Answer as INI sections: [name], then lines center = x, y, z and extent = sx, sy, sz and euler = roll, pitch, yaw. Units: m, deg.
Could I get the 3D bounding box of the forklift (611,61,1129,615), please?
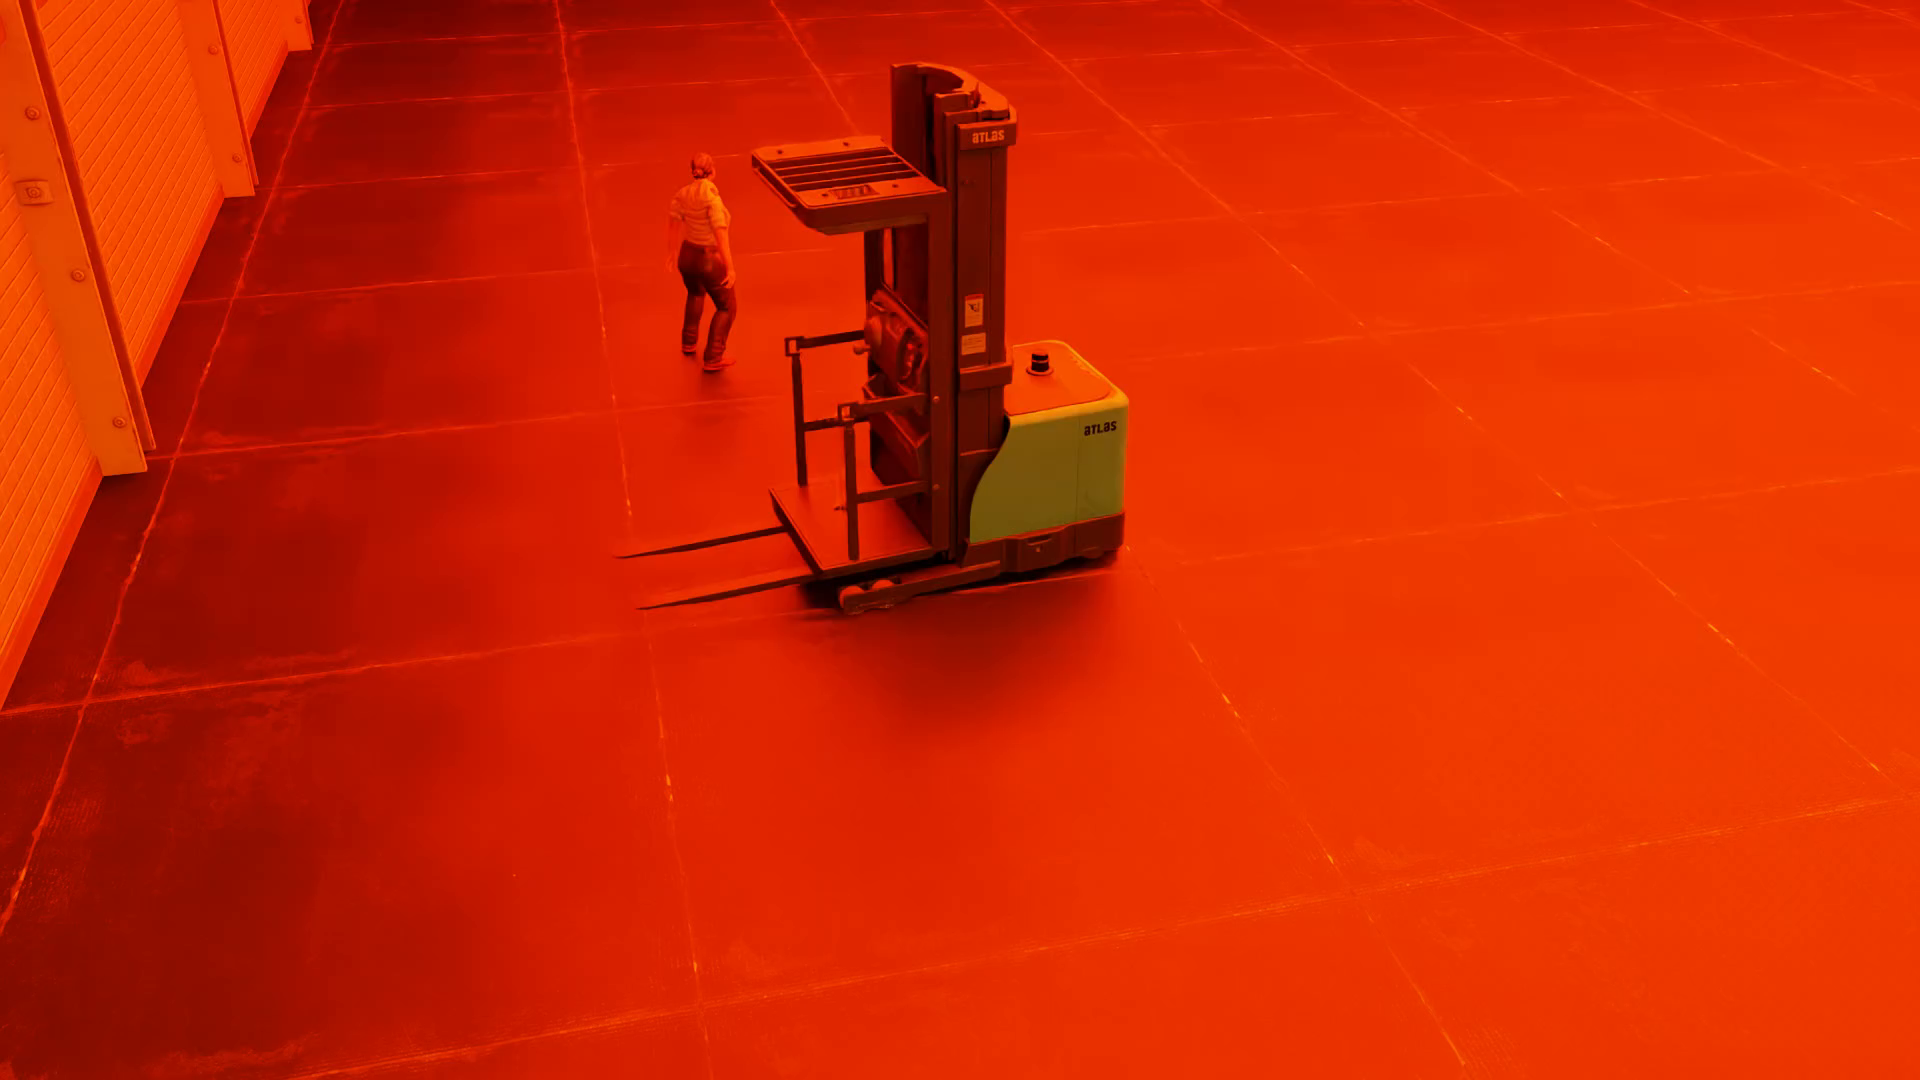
[forklift]
center = -0.553, -1.128, 9.523
extent = 3.031, 2.935, 1.130
euler = -11, 32, -19

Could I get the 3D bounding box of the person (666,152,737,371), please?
[person]
center = -1.946, -2.092, 12.532
extent = 0.814, 1.607, 0.389
euler = 22, 37, 33
